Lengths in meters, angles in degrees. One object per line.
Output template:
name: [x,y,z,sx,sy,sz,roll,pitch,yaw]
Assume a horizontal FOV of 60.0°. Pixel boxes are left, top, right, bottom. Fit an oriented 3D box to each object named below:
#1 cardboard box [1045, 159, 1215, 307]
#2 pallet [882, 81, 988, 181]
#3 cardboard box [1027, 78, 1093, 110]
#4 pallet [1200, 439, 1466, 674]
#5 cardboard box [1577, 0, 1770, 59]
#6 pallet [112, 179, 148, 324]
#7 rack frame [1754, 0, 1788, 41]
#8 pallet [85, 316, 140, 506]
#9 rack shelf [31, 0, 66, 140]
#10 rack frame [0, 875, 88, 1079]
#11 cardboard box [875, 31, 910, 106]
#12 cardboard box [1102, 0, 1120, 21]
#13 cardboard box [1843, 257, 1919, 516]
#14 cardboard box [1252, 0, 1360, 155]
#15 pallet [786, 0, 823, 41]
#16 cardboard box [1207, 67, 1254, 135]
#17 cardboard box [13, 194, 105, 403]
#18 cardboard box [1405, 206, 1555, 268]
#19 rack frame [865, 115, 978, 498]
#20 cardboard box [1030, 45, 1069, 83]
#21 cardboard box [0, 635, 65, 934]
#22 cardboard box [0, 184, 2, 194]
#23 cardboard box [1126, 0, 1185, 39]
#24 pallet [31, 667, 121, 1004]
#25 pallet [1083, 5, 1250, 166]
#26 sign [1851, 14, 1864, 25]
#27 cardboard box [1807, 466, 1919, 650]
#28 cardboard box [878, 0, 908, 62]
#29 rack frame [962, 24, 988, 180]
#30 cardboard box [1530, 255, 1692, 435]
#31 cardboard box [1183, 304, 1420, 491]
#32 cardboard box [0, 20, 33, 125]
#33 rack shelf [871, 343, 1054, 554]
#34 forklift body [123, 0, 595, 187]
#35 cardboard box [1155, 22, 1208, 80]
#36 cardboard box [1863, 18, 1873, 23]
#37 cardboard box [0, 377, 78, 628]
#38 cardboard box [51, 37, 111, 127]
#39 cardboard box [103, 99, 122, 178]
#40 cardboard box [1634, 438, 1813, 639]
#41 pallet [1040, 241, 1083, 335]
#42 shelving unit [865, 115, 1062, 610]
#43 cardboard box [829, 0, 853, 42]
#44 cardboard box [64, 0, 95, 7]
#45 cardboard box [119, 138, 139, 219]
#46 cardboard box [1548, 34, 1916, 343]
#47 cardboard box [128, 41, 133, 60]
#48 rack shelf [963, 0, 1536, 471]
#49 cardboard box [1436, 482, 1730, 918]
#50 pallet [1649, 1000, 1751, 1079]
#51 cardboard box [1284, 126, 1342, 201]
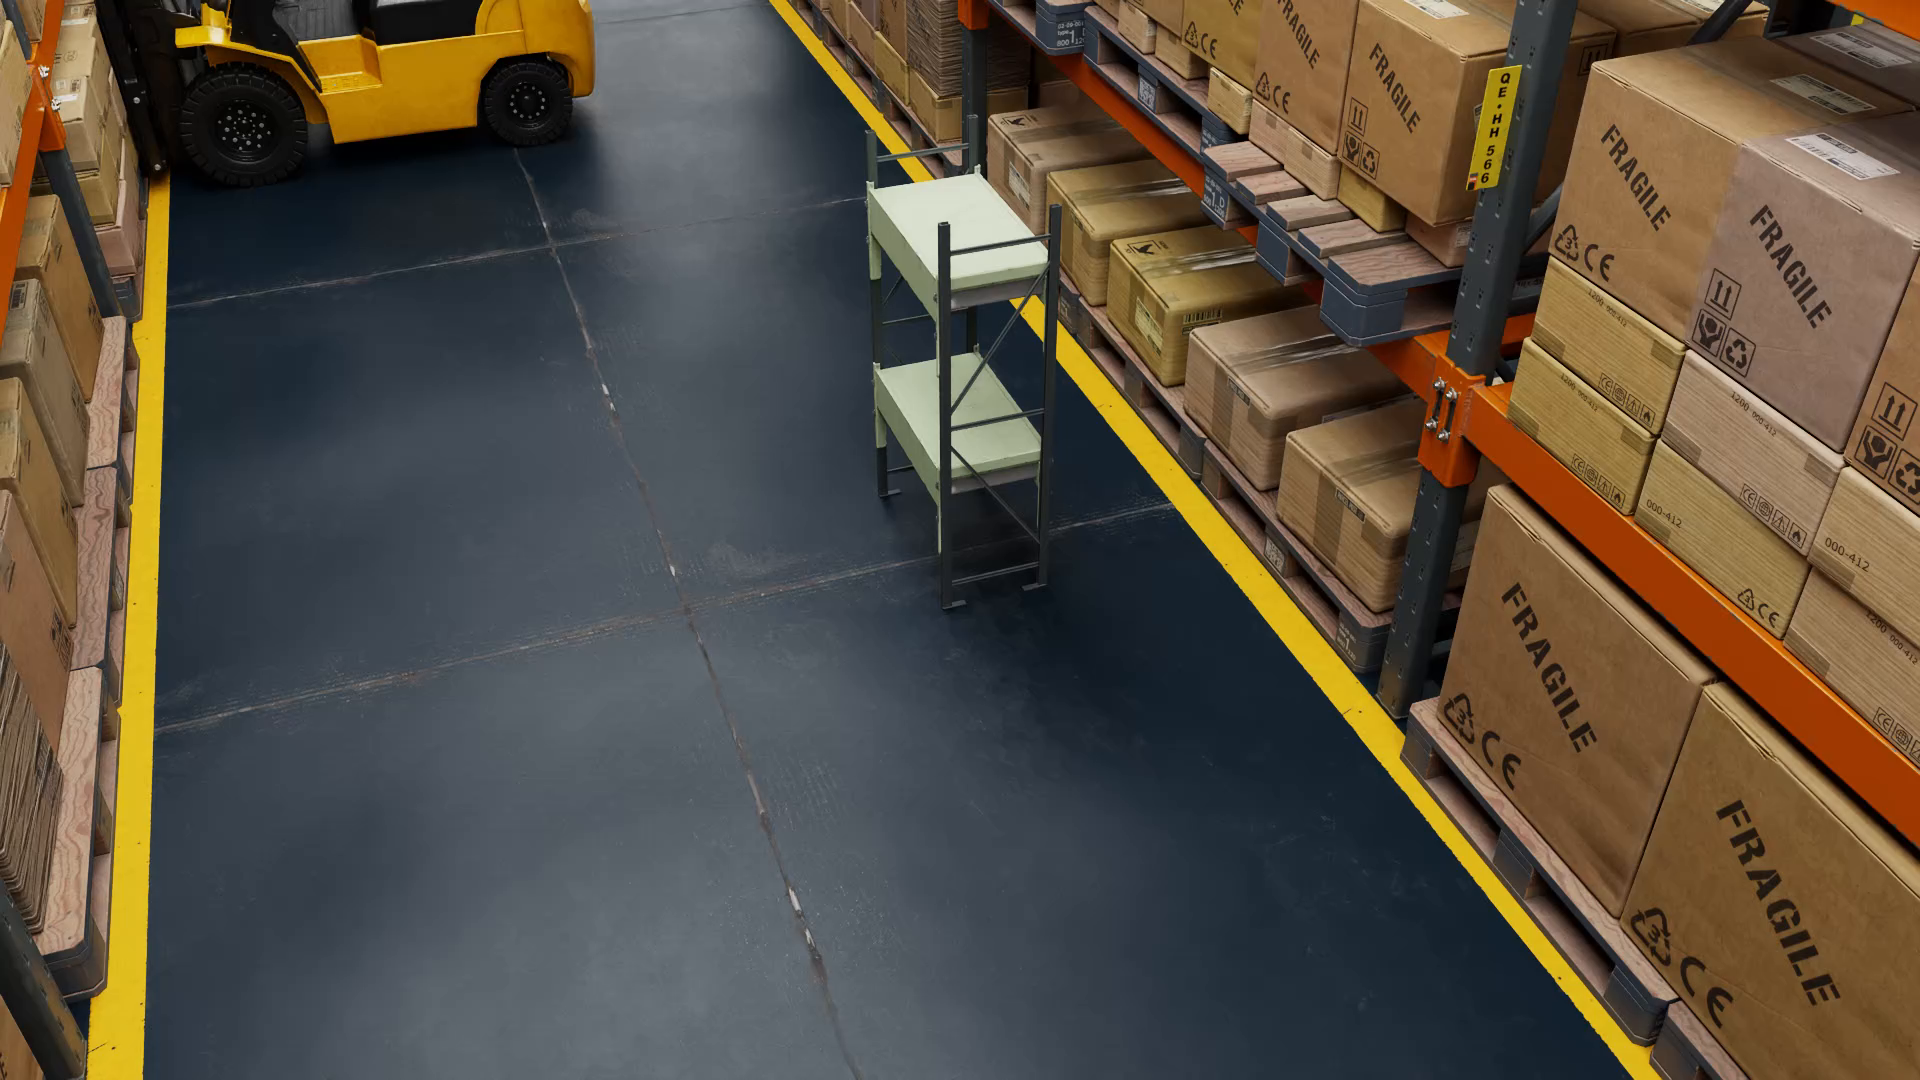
cardboard box: [0.932,-1.415,7.470,0.950,0.372,0.625,-10,38,-13]
pallet: [0.234,-2.256,9.070,1.003,0.211,1.213,-12,39,-16]
cardboard box: [0.549,-2.456,8.954,0.500,0.250,0.500,-14,39,-18]
pallet: [1.607,-0.066,6.162,1.003,0.211,1.213,-12,39,-16]
cardboard box: [1.937,-1.367,4.892,0.500,0.500,0.500,-14,39,-17]
pallet: [-4.395,-1.312,7.816,1.003,0.211,1.213,-12,39,-16]
rack frame: [5.111,-4.080,9.173,1.000,3.000,0.127,-12,39,-16]
pallet: [-3.871,-0.446,6.667,1.003,0.211,1.213,-12,39,-16]
rack shelf: [-4.849,-2.810,8.086,1.077,0.370,4.000,-12,39,-16]
rack frame: [-2.785,0.292,3.370,1.000,3.000,0.127,-12,39,-16]
cardboard box: [-0.150,-2.644,9.204,0.500,0.250,0.500,-13,39,-17]
cardboard box: [0.771,-2.106,6.413,0.380,0.149,0.250,-12,39,-16]
cardboard box: [2.158,-0.275,3.207,0.500,0.500,0.500,-11,38,-15]
cardboard box: [1.269,-1.554,5.140,0.500,0.500,0.500,-13,39,-17]
pallet: [-0.606,-3.634,10.900,1.003,0.211,1.213,-12,39,-16]
cardboard box: [1.065,-1.508,5.619,0.380,0.149,0.250,-12,39,-15]
cardboard box: [-3.971,-0.895,6.569,0.875,0.625,0.625,-11,38,-14]
cardboard box: [1.541,-0.942,4.867,0.380,0.149,0.250,-11,38,-14]
rack frame: [-0.128,-0.810,6.078,0.400,1.500,0.023,-12,39,-16]
cardboard box: [0.549,-2.756,8.729,0.500,0.500,0.500,-11,38,-14]
cardboard box: [-2.986,0.717,4.429,0.875,0.625,0.625,-11,38,-15]
cardboard box: [-3.422,-1.108,5.352,0.500,0.250,0.500,-12,39,-16]
cardboard box: [0.907,-2.147,5.928,0.500,0.500,0.500,-14,39,-18]
pallet: [-3.031,0.932,4.837,1.003,0.211,1.213,-12,39,-16]
pallet: [1.155,-1.771,6.268,1.003,0.211,1.213,-12,39,-16]
sign: [2.395,-1.317,4.544,0.100,0.325,0.005,-12,39,-16]
cardboard box: [2.154,0.036,3.419,0.500,0.250,0.500,-13,39,-16]
cardboard box: [-0.134,-2.932,8.963,0.500,0.500,0.500,-12,39,-15]
rack frame: [0.498,-2.998,7.737,1.000,3.000,0.127,-12,39,-16]
cardboard box: [1.817,-0.541,4.184,0.500,0.250,0.500,-13,39,-16]
cardboard box: [1.428,-0.593,6.379,0.950,0.372,0.625,-13,39,-17]
cardboard box: [-3.742,-1.678,6.109,0.500,0.250,0.500,-12,39,-15]
rack shelf: [-0.002,-0.342,6.000,0.431,0.370,0.720,-12,39,-16]
forklift body: [-3.172,-3.195,8.704,2.313,2.155,1.214,-12,39,-16]
cardboard box: [0.933,-1.801,6.008,0.380,0.149,0.250,-14,39,-17]
cardboard box: [5.409,-3.017,9.283,1.050,0.750,0.750,-13,39,-16]
cardboard box: [-3.451,-0.031,5.422,0.875,0.625,0.625,-14,39,-18]
cardboard box: [-4.199,-2.066,7.605,0.500,0.250,0.500,-12,39,-16]
cardboard box: [-4.213,-1.858,7.745,0.500,0.250,0.500,-13,39,-16]
cardboard box: [2.000,-0.063,3.966,0.500,0.250,0.500,-14,39,-17]
pallet: [0.767,-1.444,7.992,1.003,0.211,1.213,-12,39,-16]
shelving unit: [-0.002,-0.603,5.804,0.431,1.500,0.755,-12,39,-16]
cardboard box: [-0.492,-3.218,9.966,0.500,0.250,0.500,-10,38,-13]
cardboard box: [-4.555,-2.643,8.371,0.500,0.250,0.500,-13,39,-17]
cardboard box: [-4.206,-1.663,7.901,0.500,0.250,0.500,-13,39,-17]
cardboard box: [1.815,-0.848,3.969,0.500,0.500,0.500,-14,39,-17]
cardboard box: [-4.717,-2.714,8.880,0.500,0.250,0.500,-13,39,-17]
rack shelf: [1.186,-1.581,6.453,1.077,0.370,4.000,-12,39,-16]
cardboard box: [2.034,0.350,4.709,0.875,0.875,0.875,-13,39,-16]
pallet: [2.491,1.525,4.050,1.003,0.211,1.213,-12,39,-16]
cardboard box: [1.252,-1.212,5.225,0.380,0.149,0.250,-13,39,-16]
